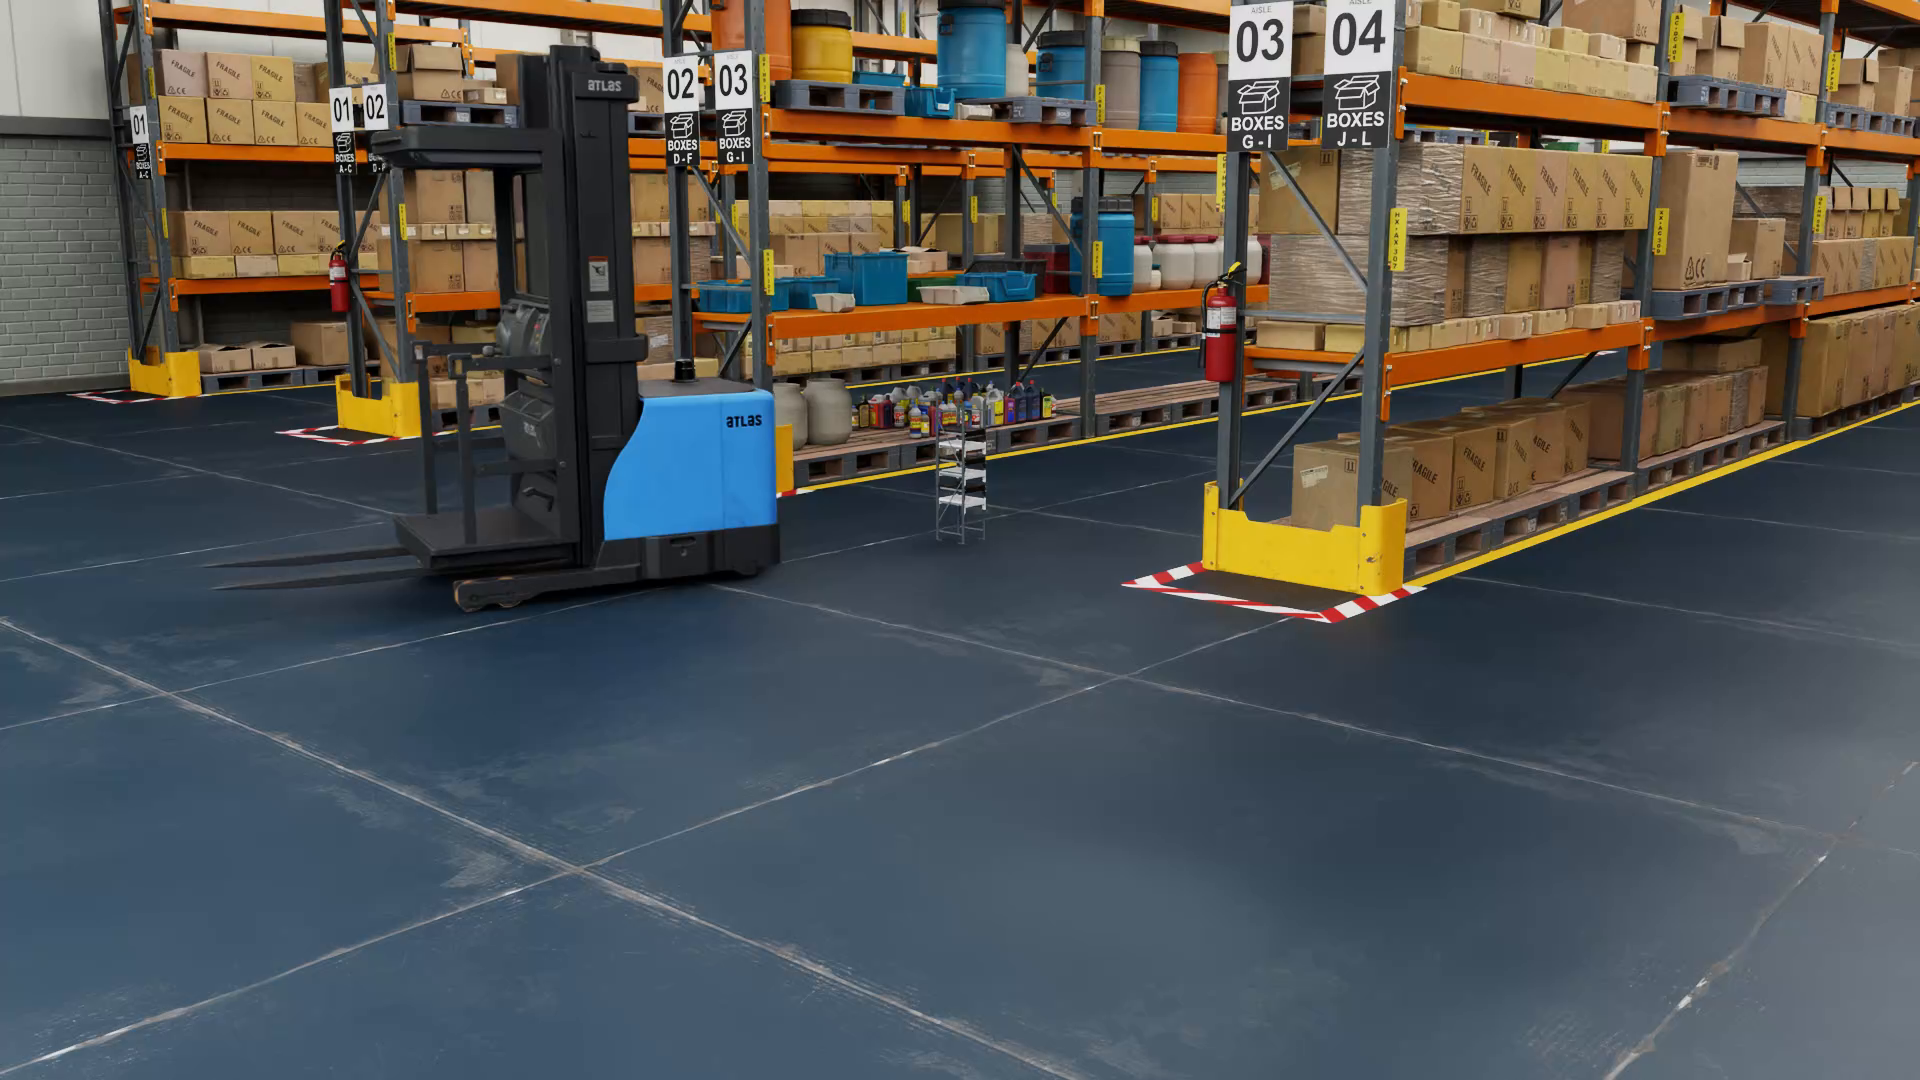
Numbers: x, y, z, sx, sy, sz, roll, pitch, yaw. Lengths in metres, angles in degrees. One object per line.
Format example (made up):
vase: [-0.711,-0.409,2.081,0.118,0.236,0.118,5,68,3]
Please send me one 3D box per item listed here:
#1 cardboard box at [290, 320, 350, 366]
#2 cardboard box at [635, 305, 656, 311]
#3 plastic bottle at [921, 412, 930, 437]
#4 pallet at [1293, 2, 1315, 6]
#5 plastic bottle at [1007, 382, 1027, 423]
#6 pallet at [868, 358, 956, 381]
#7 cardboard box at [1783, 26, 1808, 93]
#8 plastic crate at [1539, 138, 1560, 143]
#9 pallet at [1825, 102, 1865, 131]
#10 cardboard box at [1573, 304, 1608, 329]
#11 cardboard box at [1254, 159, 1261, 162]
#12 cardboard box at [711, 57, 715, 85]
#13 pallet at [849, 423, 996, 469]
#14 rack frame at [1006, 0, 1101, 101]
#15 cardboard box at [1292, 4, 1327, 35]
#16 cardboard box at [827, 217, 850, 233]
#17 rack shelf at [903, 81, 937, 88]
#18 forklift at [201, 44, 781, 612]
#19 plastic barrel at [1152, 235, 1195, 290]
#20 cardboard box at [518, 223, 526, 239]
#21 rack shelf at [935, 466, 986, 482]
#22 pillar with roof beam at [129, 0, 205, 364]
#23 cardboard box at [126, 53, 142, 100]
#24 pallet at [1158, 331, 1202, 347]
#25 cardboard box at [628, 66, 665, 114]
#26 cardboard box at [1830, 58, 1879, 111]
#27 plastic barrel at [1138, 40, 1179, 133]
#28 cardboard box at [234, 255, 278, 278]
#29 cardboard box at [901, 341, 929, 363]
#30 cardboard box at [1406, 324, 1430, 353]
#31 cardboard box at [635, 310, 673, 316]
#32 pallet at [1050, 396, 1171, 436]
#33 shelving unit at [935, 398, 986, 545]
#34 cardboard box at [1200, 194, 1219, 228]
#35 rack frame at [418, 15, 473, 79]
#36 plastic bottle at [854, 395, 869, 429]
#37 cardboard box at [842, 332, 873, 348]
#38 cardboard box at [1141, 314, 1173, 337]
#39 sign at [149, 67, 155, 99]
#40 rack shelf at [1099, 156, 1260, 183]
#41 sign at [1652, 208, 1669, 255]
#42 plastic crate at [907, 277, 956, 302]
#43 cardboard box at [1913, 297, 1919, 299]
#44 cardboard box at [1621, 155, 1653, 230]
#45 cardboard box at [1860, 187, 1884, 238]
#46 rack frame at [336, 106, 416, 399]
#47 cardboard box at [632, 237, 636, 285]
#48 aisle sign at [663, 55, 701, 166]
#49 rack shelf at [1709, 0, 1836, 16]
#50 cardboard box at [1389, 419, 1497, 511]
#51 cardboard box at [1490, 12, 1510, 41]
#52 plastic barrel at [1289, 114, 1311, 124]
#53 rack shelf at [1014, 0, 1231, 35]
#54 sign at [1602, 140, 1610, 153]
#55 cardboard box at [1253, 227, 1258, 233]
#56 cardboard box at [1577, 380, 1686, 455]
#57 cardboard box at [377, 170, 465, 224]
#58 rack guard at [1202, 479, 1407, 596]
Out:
cardboard box: [-7.822,-2.433,20.491,0.700,0.500,0.500,9,14,37]
cardboard box: [-4.827,-3.161,24.136,0.700,0.500,0.500,10,15,40]
plastic bottle: [-0.303,-0.971,13.938,0.097,0.201,0.097,0,11,0]
pallet: [3.978,-5.819,18.372,1.213,0.211,1.003,10,15,40]
plastic bottle: [0.503,-1.231,14.858,0.144,0.351,0.185,9,14,38]
pallet: [-0.812,-2.221,21.291,1.003,0.211,1.213,10,15,40]
cardboard box: [6.742,-4.009,13.933,0.500,0.500,0.500,10,15,40]
plastic crate: [8.296,-5.627,23.899,0.497,0.269,0.590,10,15,40]
pallet: [7.584,-3.903,15.417,1.213,0.211,1.003,11,16,43]
cardboard box: [4.174,-1.526,11.334,0.380,0.149,0.250,10,15,40]
cardboard box: [4.562,-6.097,26.303,0.500,0.250,0.500,10,15,40]
cardboard box: [-2.443,-5.173,18.688,0.500,0.500,0.500,10,15,41]
pallet: [-0.442,-0.834,14.346,1.003,0.211,1.213,10,15,40]
rack frame: [0.838,-5.417,14.856,1.000,3.000,0.127,10,15,40]
cardboard box: [1.867,-2.920,9.379,0.380,0.149,0.250,10,15,40]
cardboard box: [-2.106,-4.888,26.459,0.500,0.500,0.500,10,15,40]
rack shelf: [-0.003,-7.620,28.745,1.077,0.370,4.000,10,15,40]
forklift: [-2.588,-1.175,9.110,3.031,2.935,1.130,-6,13,-28]
plastic barrel: [2.119,-2.762,16.533,0.433,0.535,0.433,0,11,0]
cardboard box: [-4.420,-3.076,16.544,0.380,0.149,0.250,9,14,38]
rack shelf: [0.005,-0.410,10.636,0.258,0.077,0.200,10,15,40]
pillar with roof beam: [-6.198,-5.767,16.611,9.100,9.000,0.400,10,15,40]
cardboard box: [-9.156,-5.285,18.993,0.500,0.500,0.500,11,15,43]
pallet: [3.660,-3.206,26.227,1.003,0.211,1.213,10,15,40]
cardboard box: [-3.411,-4.870,18.094,0.500,0.500,0.500,-11,15,-43]
cardboard box: [8.532,-4.454,16.357,0.797,0.503,0.637,10,15,40]
plastic barrel: [1.874,-4.487,16.579,0.600,0.901,0.708,10,15,40]
cardboard box: [-8.351,-3.212,19.468,0.500,0.250,0.500,9,15,39]
cardboard box: [-0.741,-2.377,20.900,0.500,0.250,0.500,10,15,40]
cardboard box: [2.465,-1.168,9.543,0.380,0.149,0.250,10,15,40]
cardboard box: [-3.421,-2.313,18.668,0.500,0.500,0.500,10,15,40]
pallet: [1.327,-1.228,16.320,1.003,0.211,1.213,10,15,40]
shelving unit: [0.005,-0.442,10.629,0.258,0.900,0.210,10,15,40]
cardboard box: [3.603,-5.017,25.362,0.500,0.500,0.500,9,15,39]
rack frame: [-6.604,-6.698,21.269,1.000,3.000,0.127,10,15,40]
plastic bottle: [-0.856,-1.116,14.454,0.061,0.283,0.133,10,15,42]
cardboard box: [-1.406,-2.503,20.102,0.500,0.311,0.500,10,15,42]
cardboard box: [2.840,-3.224,24.935,0.500,0.311,0.500,10,15,40]
sign: [-8.836,-4.997,18.180,0.100,0.325,0.005,10,15,40]
rack shelf: [3.721,-5.705,25.796,1.077,0.370,4.000,10,15,40]
sign: [4.971,-2.190,11.807,0.100,0.325,0.005,10,15,40]
plastic crate: [-0.270,-2.208,14.647,0.450,0.188,0.662,10,15,40]
cardboard box: [10.929,-2.395,19.395,0.875,0.875,0.875,10,15,40]
cardboard box: [4.468,-2.418,11.591,0.500,0.500,0.500,10,15,40]
cardboard box: [8.962,-3.358,17.048,0.797,0.503,0.637,10,15,41]
rack frame: [-5.521,-2.527,15.706,1.000,3.000,0.127,10,15,40]
cardboard box: [-3.846,-2.947,17.552,0.700,0.500,0.500,10,15,41]
aisle sign: [-2.073,-3.189,12.382,0.394,0.787,0.004,10,15,40]
rack shelf: [5.879,-4.522,13.233,1.077,0.370,4.000,10,15,40]
cardboard box: [3.139,-0.498,10.855,0.500,0.500,0.500,-10,15,-42]
cardboard box: [2.988,-2.994,9.751,0.380,0.149,0.250,10,15,40]
plastic barrel: [3.856,-5.034,18.429,0.600,0.830,0.708,10,15,40]
rack shelf: [2.158,-5.162,16.439,1.077,0.370,4.000,10,15,40]
sign: [9.183,-5.591,23.655,0.100,0.325,0.005,10,15,40]
cardboard box: [4.610,-4.752,26.592,0.500,0.500,0.500,10,15,41]
cardboard box: [5.309,-0.980,13.217,0.700,0.500,0.500,10,15,40]
cardboard box: [-5.168,-3.287,15.944,0.700,0.500,0.500,10,15,41]
rack guard: [1.968,-0.031,9.592,1.175,0.500,0.348,10,15,40]
